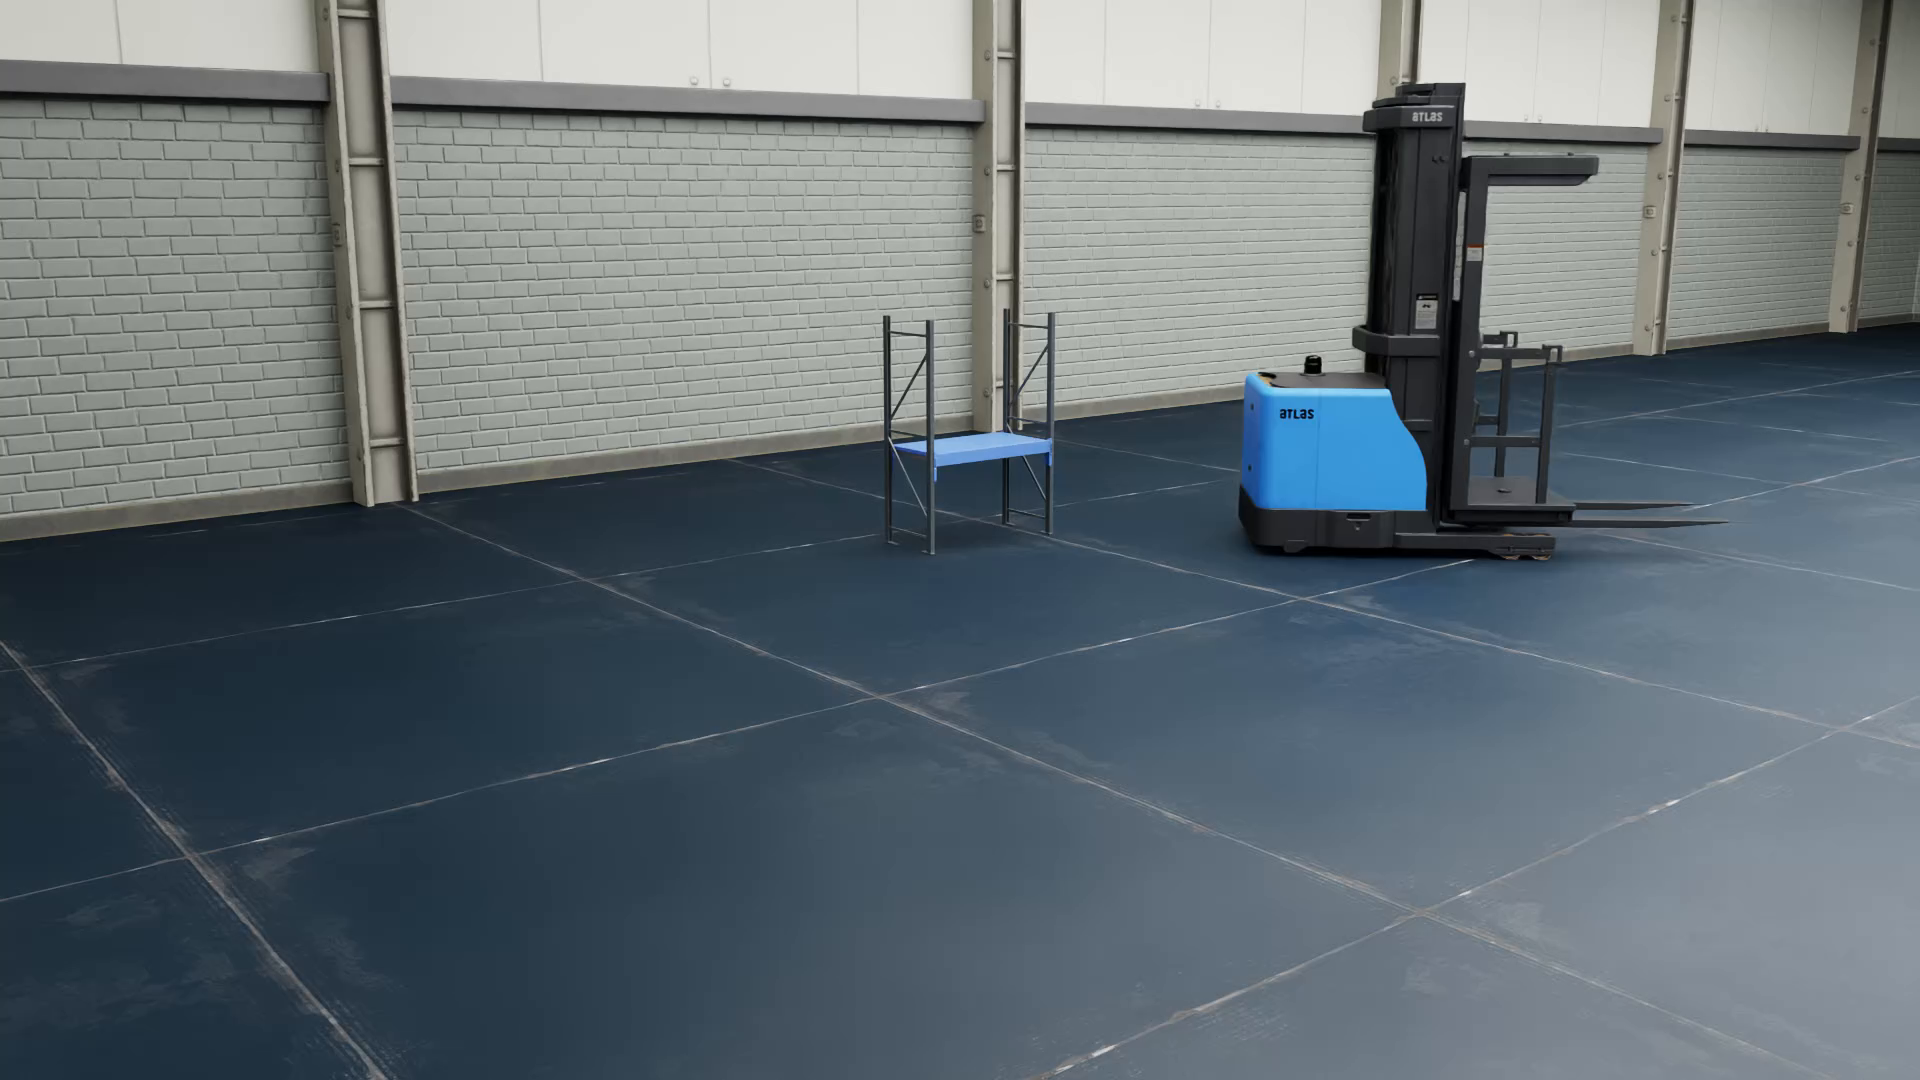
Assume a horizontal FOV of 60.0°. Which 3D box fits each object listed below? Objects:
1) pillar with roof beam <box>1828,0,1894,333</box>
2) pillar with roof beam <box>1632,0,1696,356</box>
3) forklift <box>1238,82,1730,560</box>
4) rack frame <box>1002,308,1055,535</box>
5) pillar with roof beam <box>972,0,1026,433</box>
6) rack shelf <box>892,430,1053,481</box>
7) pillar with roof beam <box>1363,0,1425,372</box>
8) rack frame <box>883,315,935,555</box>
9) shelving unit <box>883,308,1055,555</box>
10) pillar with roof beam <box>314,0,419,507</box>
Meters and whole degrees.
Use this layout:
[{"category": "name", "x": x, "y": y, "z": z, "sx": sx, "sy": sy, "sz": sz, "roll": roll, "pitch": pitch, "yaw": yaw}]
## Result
[{"category": "pillar with roof beam", "x": 17.106, "y": -7.114, "z": 22.967, "sx": 0.400, "sy": 9.000, "sz": 9.100, "roll": -9, "pitch": 15, "yaw": -38}, {"category": "pillar with roof beam", "x": 12.421, "y": -6.335, "z": 19.300, "sx": 0.400, "sy": 9.000, "sz": 9.100, "roll": -9, "pitch": 15, "yaw": -38}, {"category": "forklift", "x": 3.421, "y": -1.418, "z": 10.749, "sx": 3.031, "sy": 2.935, "sz": 1.130, "roll": 1, "pitch": 12, "yaw": 3}, {"category": "rack frame", "x": 0.464, "y": -0.811, "z": 11.336, "sx": 0.032, "sy": 1.500, "sz": 0.500, "roll": -9, "pitch": 15, "yaw": -38}, {"category": "pillar with roof beam", "x": 3.051, "y": -4.778, "z": 11.967, "sx": 0.400, "sy": 9.000, "sz": 9.100, "roll": -9, "pitch": 15, "yaw": -38}, {"category": "rack shelf", "x": 0.067, "y": -0.569, "z": 11.062, "sx": 1.000, "sy": 0.185, "sz": 0.538, "roll": -9, "pitch": 15, "yaw": -38}, {"category": "pillar with roof beam", "x": 7.736, "y": -5.557, "z": 15.634, "sx": 0.400, "sy": 9.000, "sz": 9.100, "roll": -9, "pitch": 15, "yaw": -38}, {"category": "rack frame", "x": -0.330, "y": -0.679, "z": 10.714, "sx": 0.032, "sy": 1.500, "sz": 0.500, "roll": -9, "pitch": 15, "yaw": -38}, {"category": "shelving unit", "x": 0.067, "y": -0.745, "z": 11.025, "sx": 1.048, "sy": 1.500, "sz": 0.538, "roll": -9, "pitch": 15, "yaw": -38}, {"category": "pillar with roof beam", "x": -1.634, "y": -4.000, "z": 8.301, "sx": 0.400, "sy": 9.000, "sz": 9.100, "roll": -9, "pitch": 15, "yaw": -38}]
